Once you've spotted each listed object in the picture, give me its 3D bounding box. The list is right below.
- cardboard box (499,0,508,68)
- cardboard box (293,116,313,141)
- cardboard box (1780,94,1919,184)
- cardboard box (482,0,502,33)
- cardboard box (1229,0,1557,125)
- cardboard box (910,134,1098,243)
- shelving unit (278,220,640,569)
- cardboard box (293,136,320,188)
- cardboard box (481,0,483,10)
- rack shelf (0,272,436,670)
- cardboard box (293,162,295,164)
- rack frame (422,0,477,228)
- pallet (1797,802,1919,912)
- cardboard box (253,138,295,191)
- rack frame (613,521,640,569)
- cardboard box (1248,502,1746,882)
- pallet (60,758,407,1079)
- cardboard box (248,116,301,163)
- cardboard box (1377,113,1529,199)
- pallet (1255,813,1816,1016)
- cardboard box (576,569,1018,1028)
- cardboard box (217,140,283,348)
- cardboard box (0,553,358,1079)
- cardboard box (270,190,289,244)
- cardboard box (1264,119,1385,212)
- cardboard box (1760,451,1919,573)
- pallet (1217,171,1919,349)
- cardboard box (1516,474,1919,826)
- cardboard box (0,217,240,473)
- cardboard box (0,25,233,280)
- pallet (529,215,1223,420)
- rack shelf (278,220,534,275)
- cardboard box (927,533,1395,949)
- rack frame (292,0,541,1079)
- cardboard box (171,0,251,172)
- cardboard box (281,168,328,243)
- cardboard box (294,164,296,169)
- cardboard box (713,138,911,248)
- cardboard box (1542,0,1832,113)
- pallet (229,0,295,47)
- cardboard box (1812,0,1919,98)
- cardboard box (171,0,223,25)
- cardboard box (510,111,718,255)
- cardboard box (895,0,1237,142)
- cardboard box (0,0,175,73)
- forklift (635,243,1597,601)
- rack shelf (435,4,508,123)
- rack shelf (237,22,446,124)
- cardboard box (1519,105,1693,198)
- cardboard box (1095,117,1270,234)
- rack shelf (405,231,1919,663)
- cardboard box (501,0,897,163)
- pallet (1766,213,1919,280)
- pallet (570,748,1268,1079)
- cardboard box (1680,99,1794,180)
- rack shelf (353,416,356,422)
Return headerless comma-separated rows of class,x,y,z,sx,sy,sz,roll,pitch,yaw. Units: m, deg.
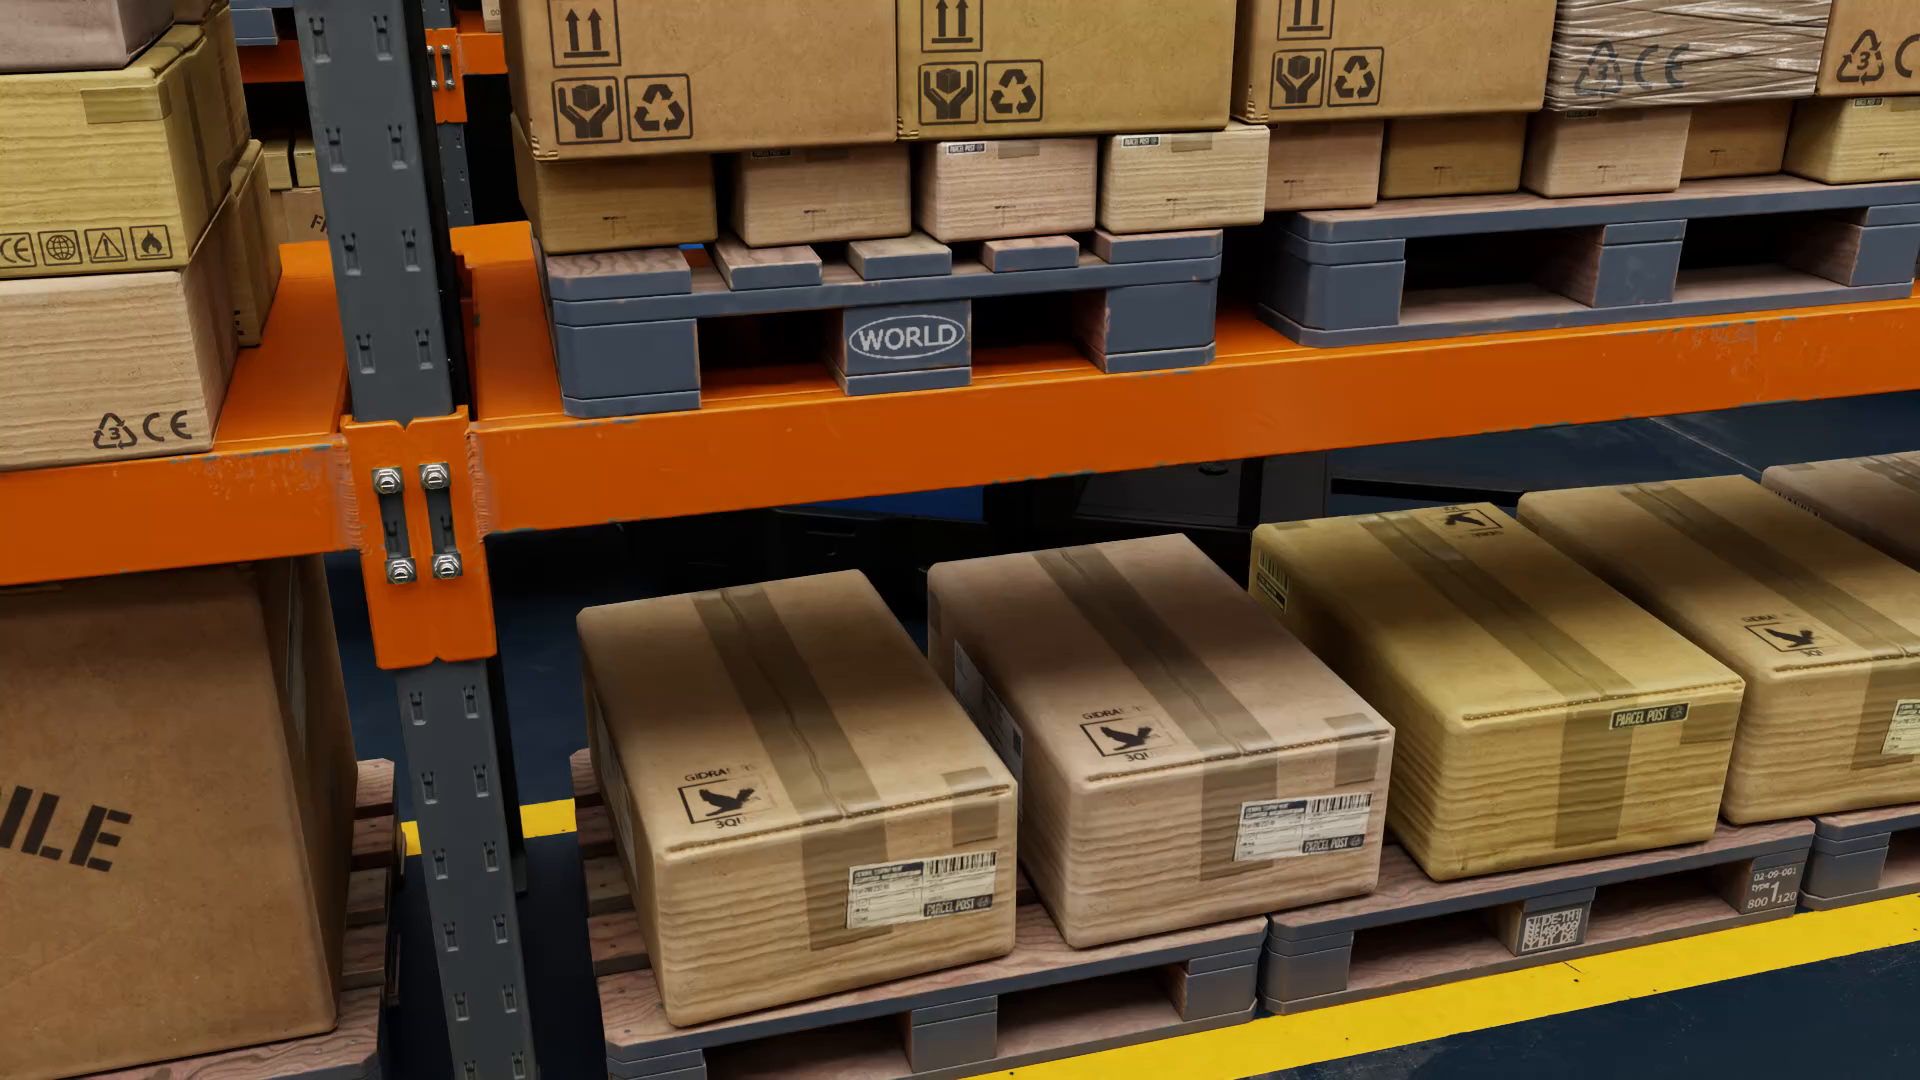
cardboard box,-0.533,-1.045,2.846,0.500,0.500,0.500,-7,24,-16
cardboard box,-2.826,-1.805,7.467,0.250,0.149,0.380,-5,24,-12
cardboard box,1.549,-0.757,2.995,0.250,0.149,0.380,-6,24,-14
cardboard box,-1.747,-2.285,6.962,0.500,0.250,0.500,-6,24,-14
cardboard box,0.610,-0.969,2.667,0.500,0.500,0.500,-6,24,-13
cardboard box,0.025,-0.586,2.598,0.250,0.149,0.380,-8,24,-18
shelving unit,-1.554,-0.430,4.825,1.048,1.125,0.538,-11,26,-24
cardboard box,-2.647,-1.593,6.974,0.250,0.149,0.380,-8,24,-17
cardboard box,-1.876,-2.476,7.406,0.500,0.250,0.500,-7,24,-15
rack shelf,-2.821,0.028,2.293,4.000,0.370,1.077,-6,24,-14
cardboard box,-3.199,-1.461,7.488,0.500,0.500,0.500,-6,24,-14
rack frame,-2.240,-2.400,7.039,0.127,3.000,1.000,-6,24,-14
pallet,2.207,0.423,3.996,1.213,0.211,1.003,-6,24,-14
cardboard box,-2.901,-1.553,6.879,0.250,0.149,0.380,-8,24,-17
rack frame,-1.099,-0.519,5.034,0.032,1.125,0.500,-11,26,-24
cardboard box,1.091,0.282,3.588,0.625,0.372,0.950,-6,24,-13
pallet,-1.675,0.821,3.069,1.213,0.211,1.003,-6,24,-14
cardboard box,-3.089,-1.787,7.425,0.250,0.149,0.380,-6,24,-13
cardboard box,0.768,-0.708,2.882,0.250,0.149,0.380,-5,24,-12
pallet,1.030,0.554,3.690,1.213,0.211,1.003,-6,24,-14
cardboard box,-0.349,0.442,3.215,0.625,0.372,0.950,-8,24,-18
cardboard box,-1.435,-0.490,2.779,0.500,0.250,0.500,-7,24,-15
cardboard box,-1.583,0.310,2.886,0.875,0.875,0.875,-7,24,-15
cardboard box,-3.074,-1.268,7.039,0.500,0.500,0.500,-7,24,-15
cardboard box,0.506,-0.663,2.777,0.250,0.149,0.380,-5,24,-11
cardboard box,2.452,0.130,3.944,0.625,0.372,0.950,-6,24,-14
pallet,0.999,-0.654,3.213,1.213,0.211,1.003,-6,24,-14
cardboard box,1.760,0.207,3.762,0.625,0.372,0.950,-5,24,-11
cardboard box,-1.312,-0.294,2.322,0.500,0.250,0.500,-7,24,-16
cardboard box,-1.293,-0.529,2.234,0.500,0.250,0.500,-6,24,-15
pallet,-0.238,-0.544,2.957,1.003,0.211,1.213,-6,24,-14
rack shelf,-1.554,-0.699,4.710,1.000,0.278,0.538,-11,26,-24
cardboard box,0.360,0.361,3.405,0.625,0.372,0.950,-7,24,-15
rack frame,-0.895,-0.516,2.648,0.127,3.000,1.000,-6,24,-14
cardboard box,-1.450,-0.716,2.672,0.500,0.250,0.500,-6,24,-15
cardboard box,-2.589,-1.317,7.154,0.500,0.500,0.500,-6,24,-13
cardboard box,-2.721,-1.506,7.592,0.500,0.500,0.500,-5,24,-12
cardboard box,-0.251,-0.575,2.571,0.250,0.149,0.380,-8,24,-18
cardboard box,1.093,-1.019,2.784,0.500,0.500,0.500,-7,24,-16
pallet,-2.874,-2.213,6.846,1.003,0.211,1.213,-6,24,-14
cardboard box,1.597,-1.075,2.915,0.500,0.500,0.500,-5,24,-13
cardboard box,-1.436,-1.062,2.525,0.500,0.500,0.500,-7,24,-16
cardboard box,-0.532,-0.557,2.531,0.250,0.149,0.380,-8,24,-17
cardboard box,0.100,-0.910,2.529,0.500,0.500,0.500,-5,24,-12
cardboard box,-1.323,-0.867,2.071,0.500,0.500,0.500,-7,24,-16
forklift,0.616,-1.270,4.493,3.031,2.935,1.130,5,24,11
rack shelf,-0.314,-2.282,7.677,4.000,0.370,1.077,-6,24,-14
rack shelf,-4.166,-1.856,6.684,4.000,0.370,1.077,-6,24,-14
cardboard box,1.037,-0.711,2.889,0.250,0.149,0.380,-6,24,-13
cardboard box,0.295,-0.608,2.648,0.250,0.149,0.380,-6,24,-14
rack shelf,1.030,-0.398,3.286,4.000,0.370,1.077,-6,24,-14
cardboard box,-0.400,-0.851,2.394,0.500,0.500,0.500,-7,24,-16
pallet,2.181,-0.828,3.618,1.213,0.211,1.003,-6,24,-14
pallet,-0.143,0.683,3.391,1.213,0.211,1.003,-6,24,-14
cardboard box,1.267,-0.768,3.021,0.250,0.149,0.380,-7,24,-16
rack shelf,-1.554,-0.205,4.922,1.000,0.278,0.538,-11,26,-24
